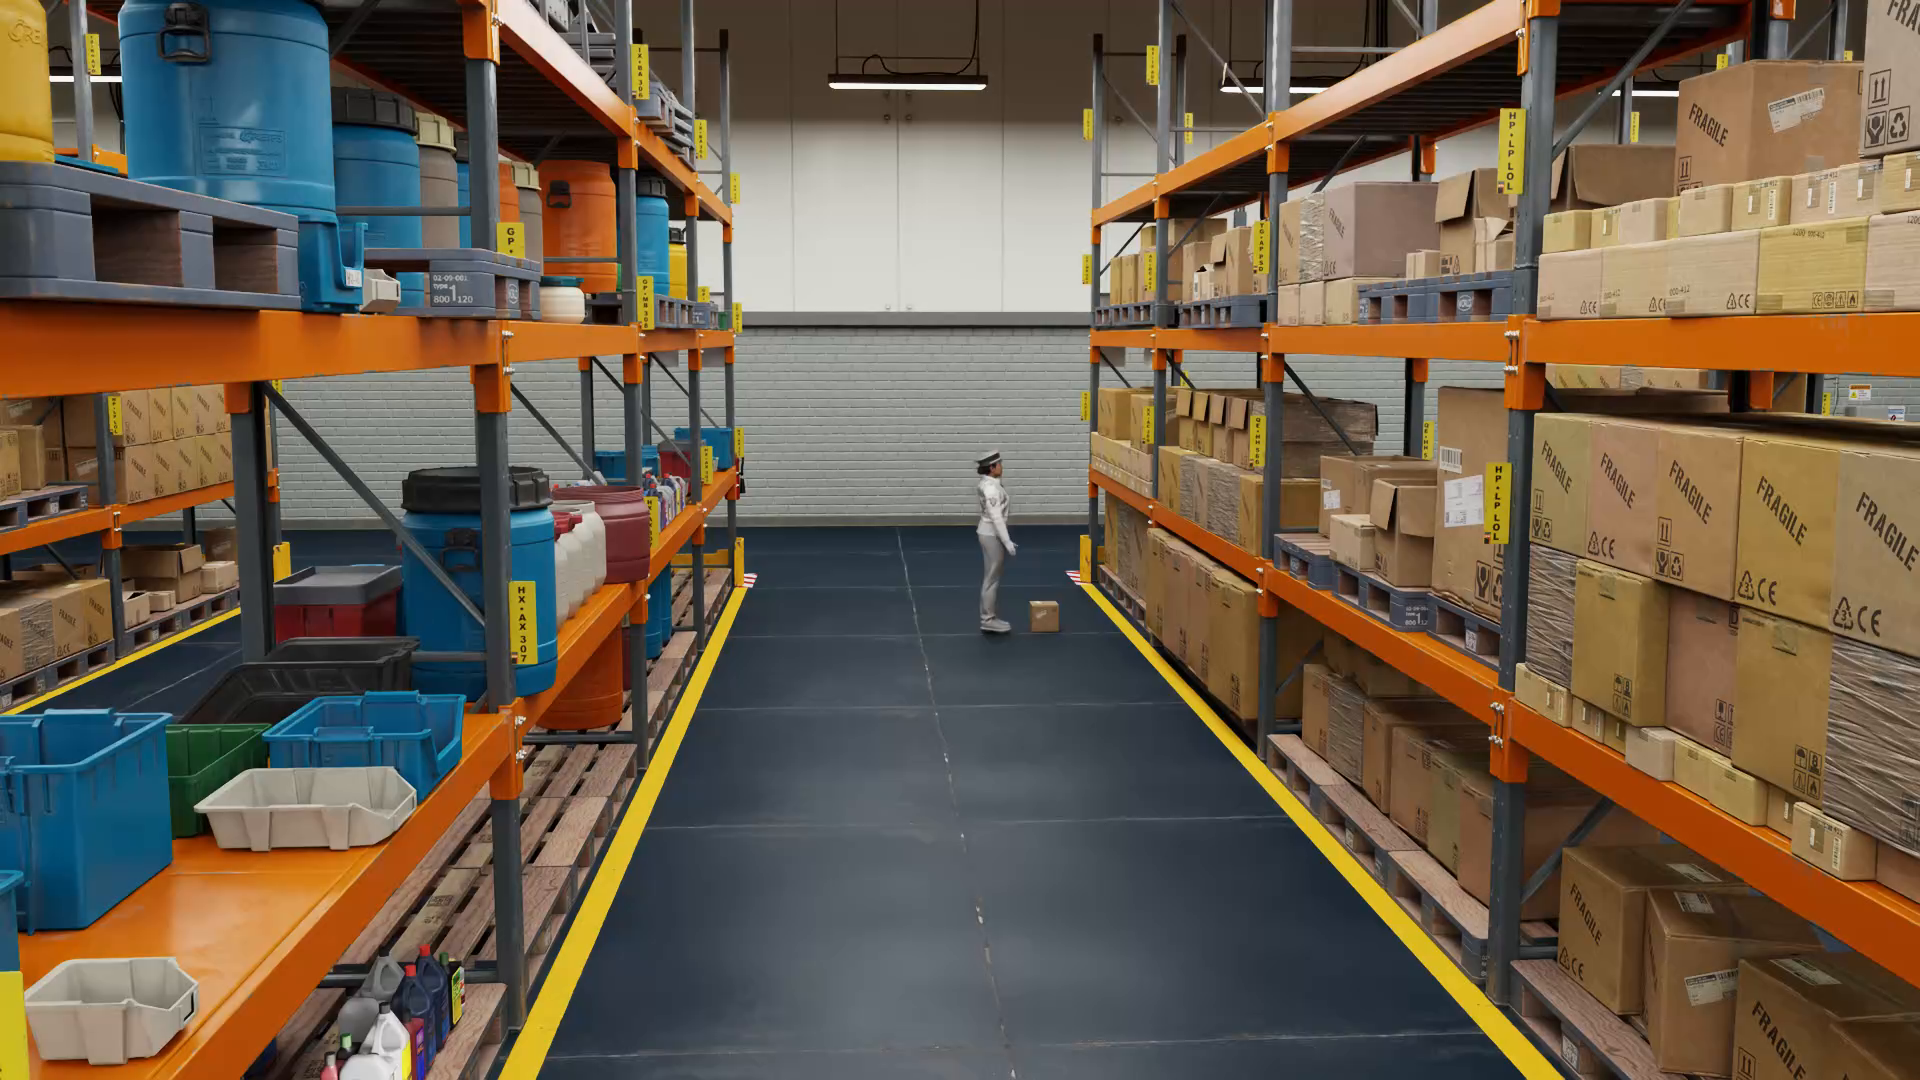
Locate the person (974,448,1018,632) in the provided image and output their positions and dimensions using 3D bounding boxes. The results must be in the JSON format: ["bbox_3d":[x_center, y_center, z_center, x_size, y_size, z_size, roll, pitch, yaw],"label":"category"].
[{"bbox_3d":[0.326,-0.005,15.549,0.390,1.703,0.516,0,7,-4],"label":"person"}]
